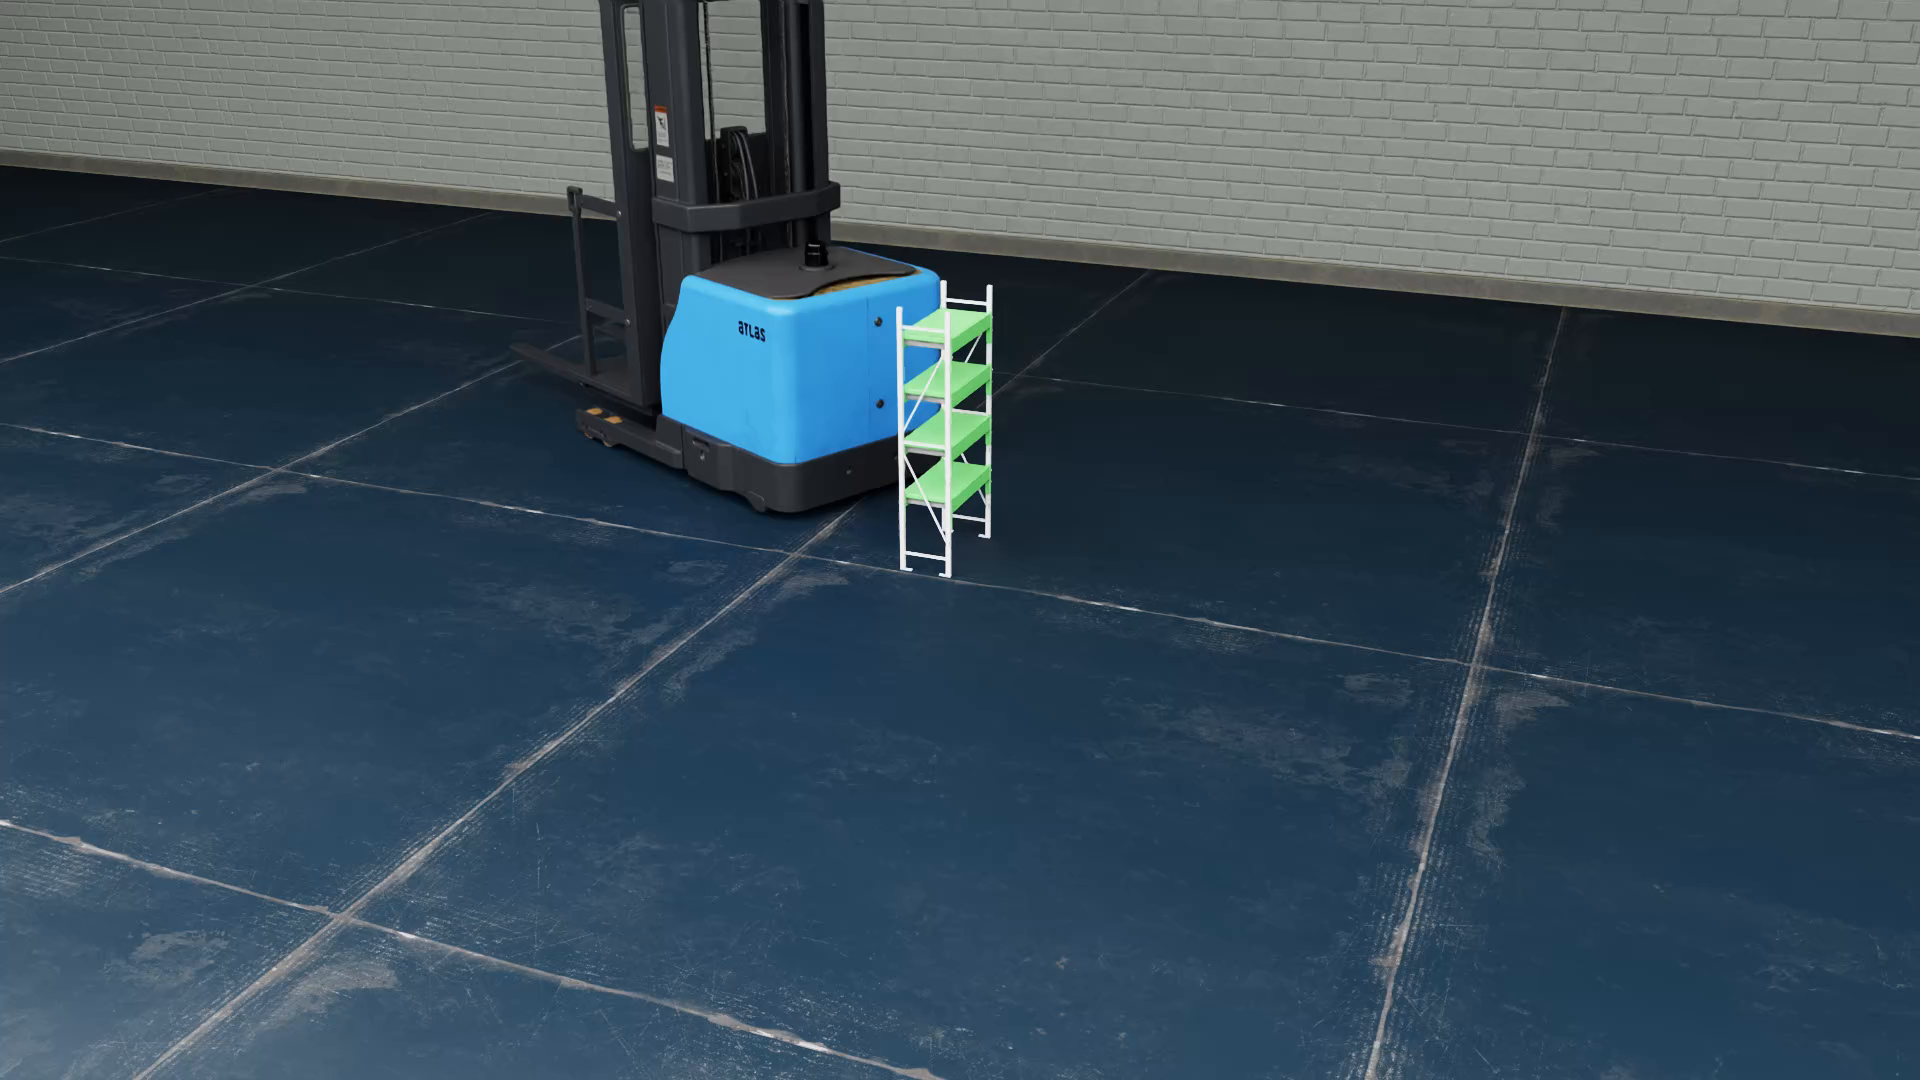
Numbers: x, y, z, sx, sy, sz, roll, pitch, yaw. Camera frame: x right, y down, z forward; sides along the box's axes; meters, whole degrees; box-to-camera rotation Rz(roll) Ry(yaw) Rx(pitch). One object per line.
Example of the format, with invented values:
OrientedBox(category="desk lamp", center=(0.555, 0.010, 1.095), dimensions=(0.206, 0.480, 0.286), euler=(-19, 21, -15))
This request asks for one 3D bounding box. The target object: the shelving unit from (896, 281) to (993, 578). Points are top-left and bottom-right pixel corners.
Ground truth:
OrientedBox(category="shelving unit", center=(-0.061, -0.494, 7.377), dimensions=(0.258, 1.200, 0.503), euler=(9, 24, 20))

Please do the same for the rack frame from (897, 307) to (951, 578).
OrientedBox(category="rack frame", center=(-0.152, -0.407, 7.168), dimensions=(0.240, 1.200, 0.015), euler=(9, 24, 20))

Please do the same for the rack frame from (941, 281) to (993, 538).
OrientedBox(category="rack frame", center=(0.029, -0.582, 7.586), dimensions=(0.240, 1.200, 0.015), euler=(9, 24, 20))

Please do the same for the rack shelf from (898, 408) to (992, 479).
OrientedBox(category="rack shelf", center=(-0.061, -0.435, 7.402), dimensions=(0.258, 0.148, 0.480), euler=(9, 24, 20))

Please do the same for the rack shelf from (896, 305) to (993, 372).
OrientedBox(category="rack shelf", center=(-0.062, -0.878, 7.217), dimensions=(0.258, 0.148, 0.480), euler=(9, 24, 20))

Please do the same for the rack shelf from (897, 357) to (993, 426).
OrientedBox(category="rack shelf", center=(-0.061, -0.657, 7.309), dimensions=(0.258, 0.148, 0.480), euler=(9, 24, 20))

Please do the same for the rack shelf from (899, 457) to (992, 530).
OrientedBox(category="rack shelf", center=(-0.061, -0.214, 7.494), dimensions=(0.258, 0.148, 0.480), euler=(9, 24, 20))

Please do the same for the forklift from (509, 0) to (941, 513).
OrientedBox(category="forklift", center=(-1.441, -1.966, 8.654), dimensions=(1.130, 2.935, 3.031), euler=(-19, 29, -38))
